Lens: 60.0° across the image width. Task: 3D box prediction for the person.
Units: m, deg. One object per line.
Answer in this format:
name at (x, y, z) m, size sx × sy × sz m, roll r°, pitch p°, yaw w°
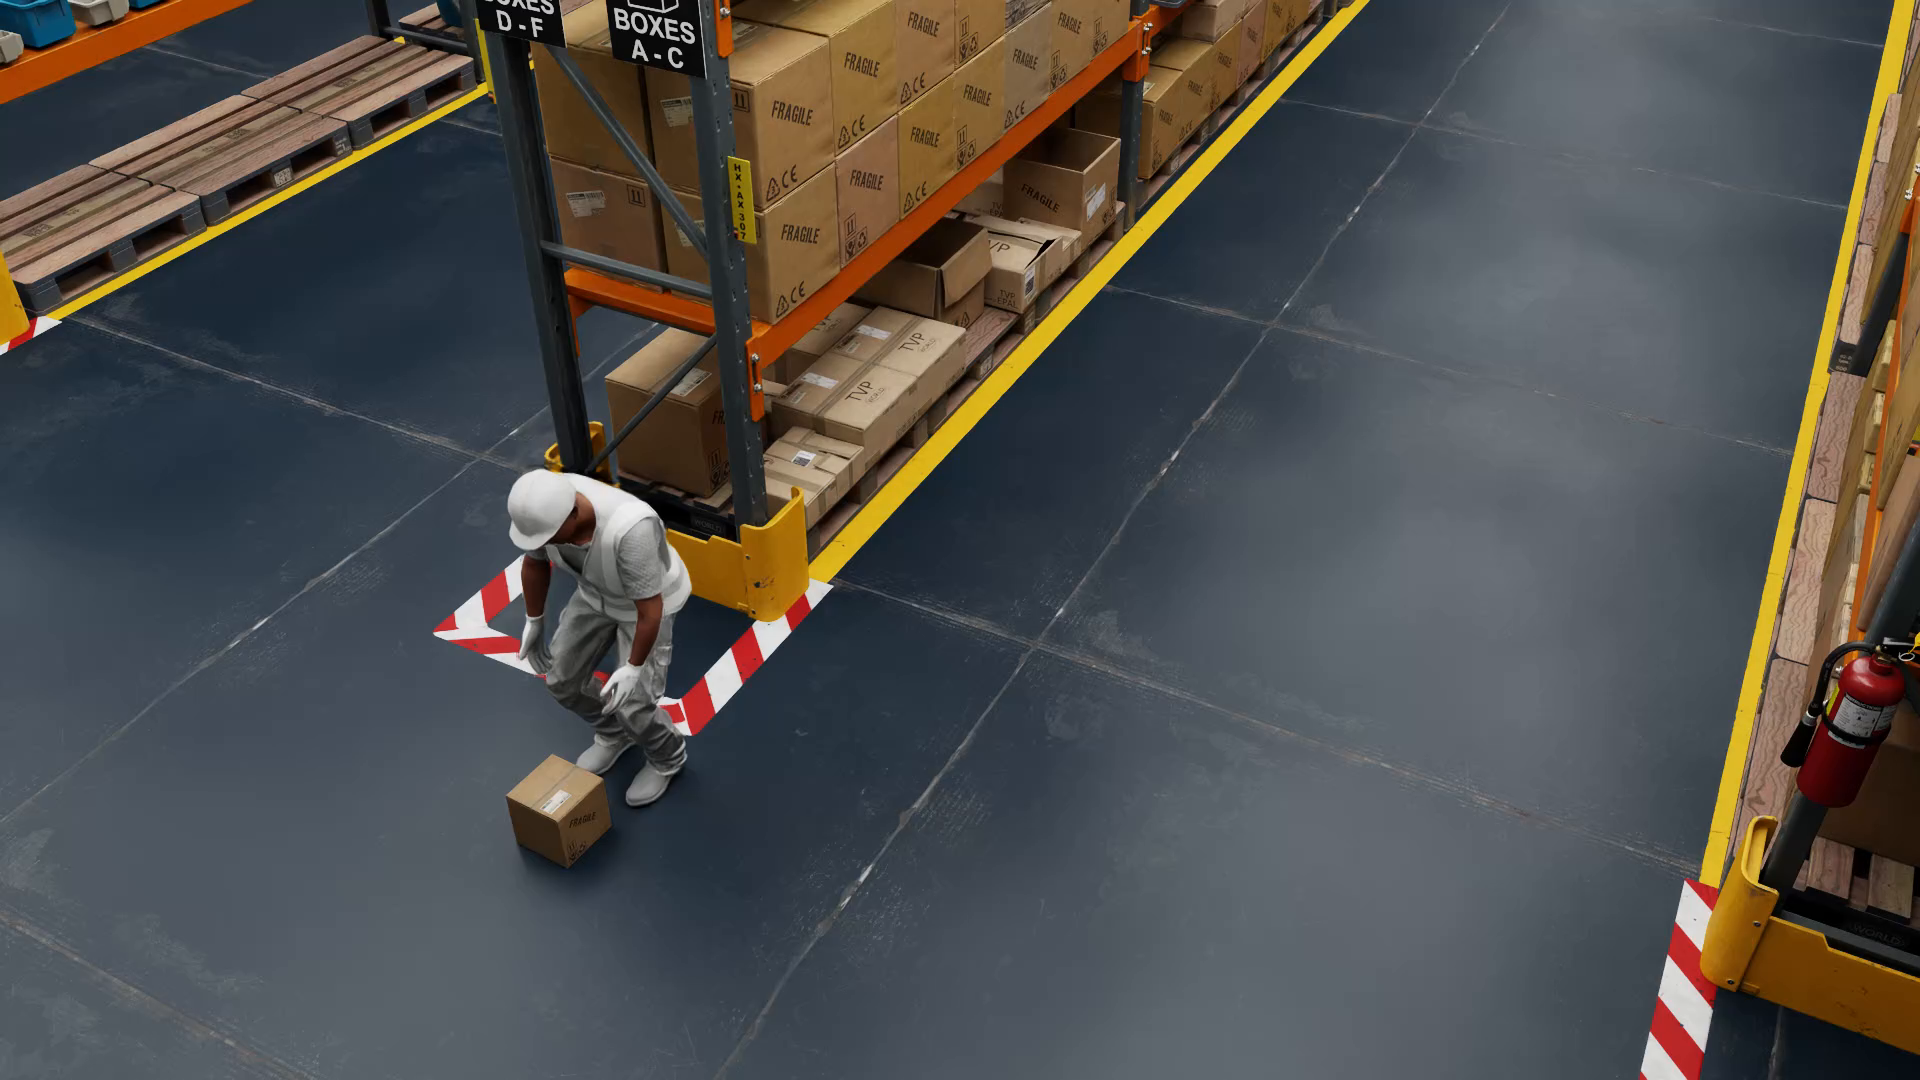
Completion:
person at (-1.246, 0.294, 5.944) m, size 0.607 × 1.552 × 0.674 m, roll 21°, pitch 42°, yaw 25°
